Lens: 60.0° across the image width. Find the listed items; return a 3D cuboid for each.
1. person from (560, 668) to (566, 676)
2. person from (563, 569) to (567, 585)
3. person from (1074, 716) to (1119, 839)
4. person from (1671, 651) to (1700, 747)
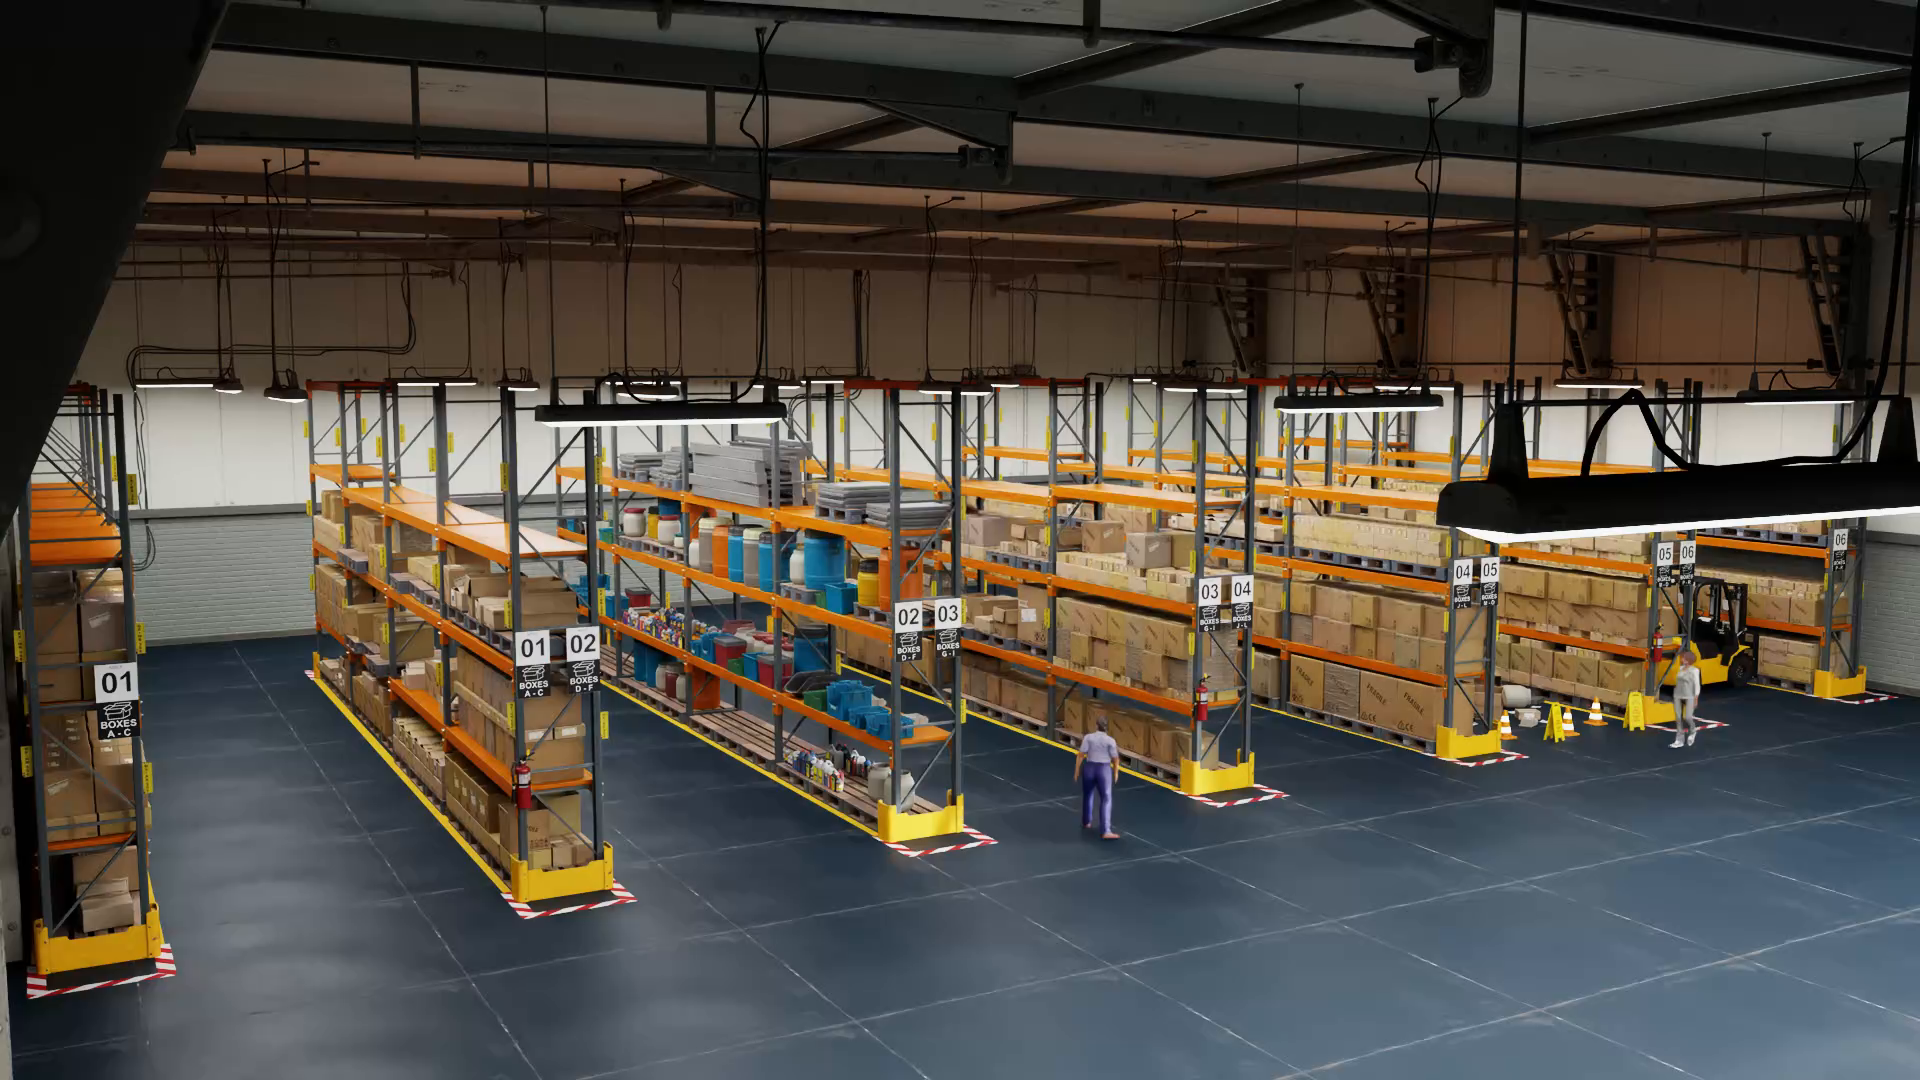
[{"bbox_3d":[-7.785,1.999,33.019,0.612,1.641,0.984,-1,6,-7],"label":"person"},{"bbox_3d":[-9.072,1.469,38.155,1.043,1.624,0.501,3,7,27],"label":"person"},{"bbox_3d":[1.874,3.150,22.399,0.699,1.606,0.814,2,7,22],"label":"person"},{"bbox_3d":[11.941,2.618,27.348,0.445,1.594,0.437,5,8,41],"label":"person"}]
